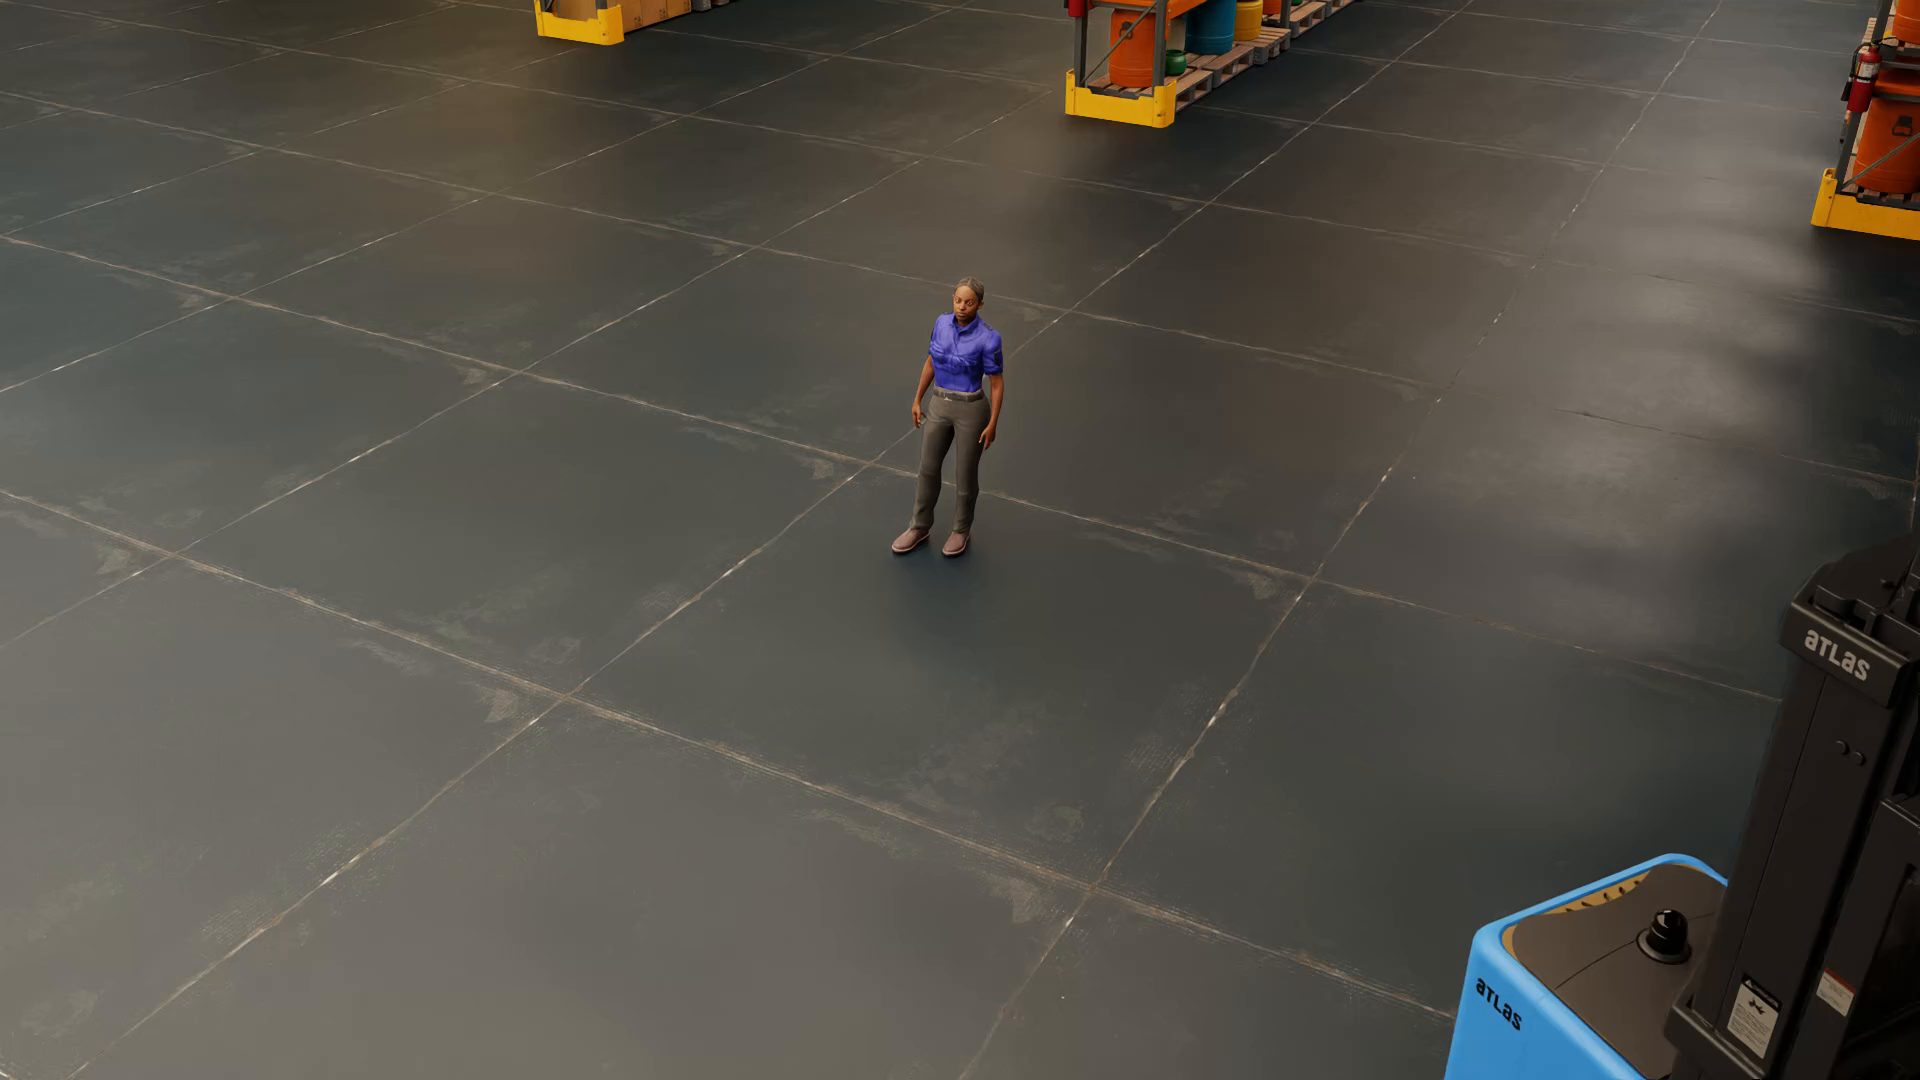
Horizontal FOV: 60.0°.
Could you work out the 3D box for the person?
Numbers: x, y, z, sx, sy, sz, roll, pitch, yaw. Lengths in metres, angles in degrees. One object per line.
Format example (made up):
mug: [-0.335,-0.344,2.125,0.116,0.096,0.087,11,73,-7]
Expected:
person: [-0.060,-0.689,9.528,0.569,1.654,0.504,15,33,25]

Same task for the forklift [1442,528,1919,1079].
forklift: [2.807,1.527,4.425,1.130,2.935,3.031,-14,33,-22]
